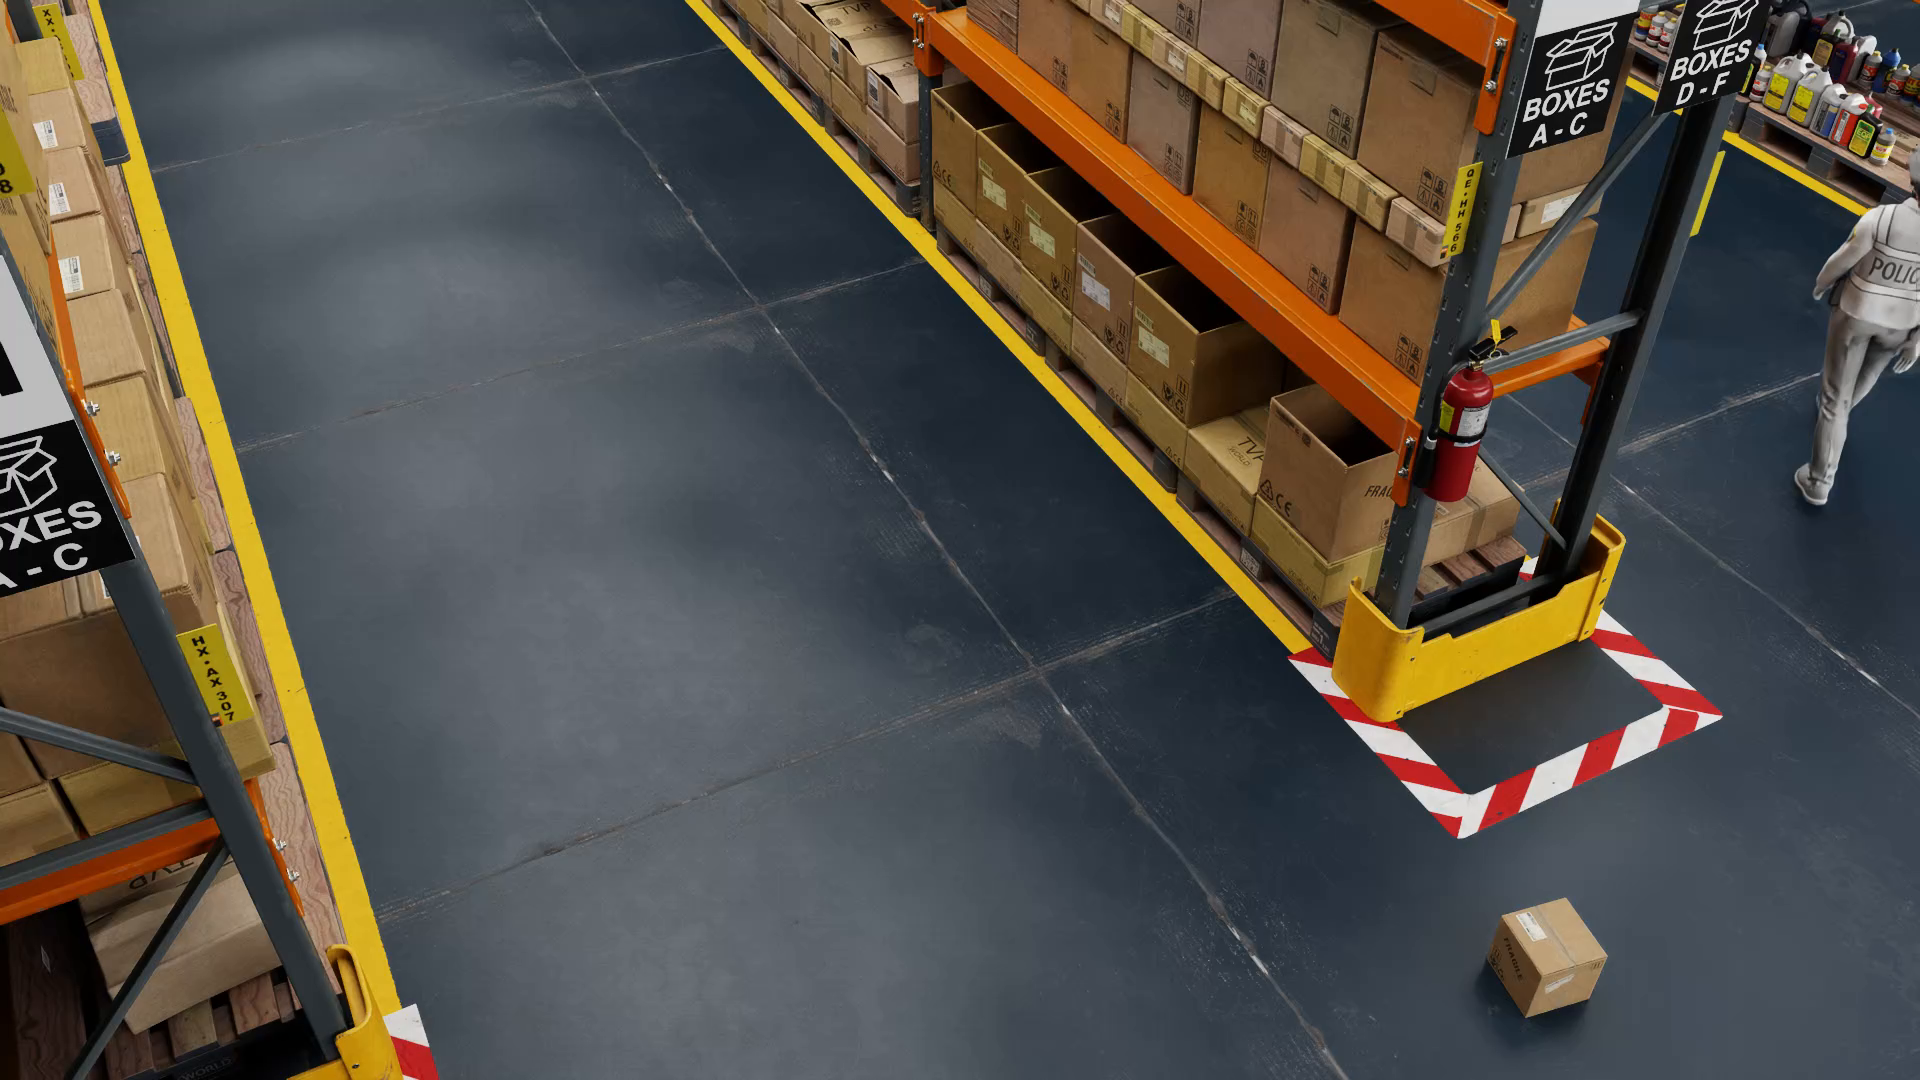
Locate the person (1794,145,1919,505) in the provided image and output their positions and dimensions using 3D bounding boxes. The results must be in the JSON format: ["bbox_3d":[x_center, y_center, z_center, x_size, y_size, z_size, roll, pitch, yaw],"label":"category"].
[{"bbox_3d":[3.995,-1.051,7.299,0.489,1.642,0.933,10,43,11],"label":"person"}]
